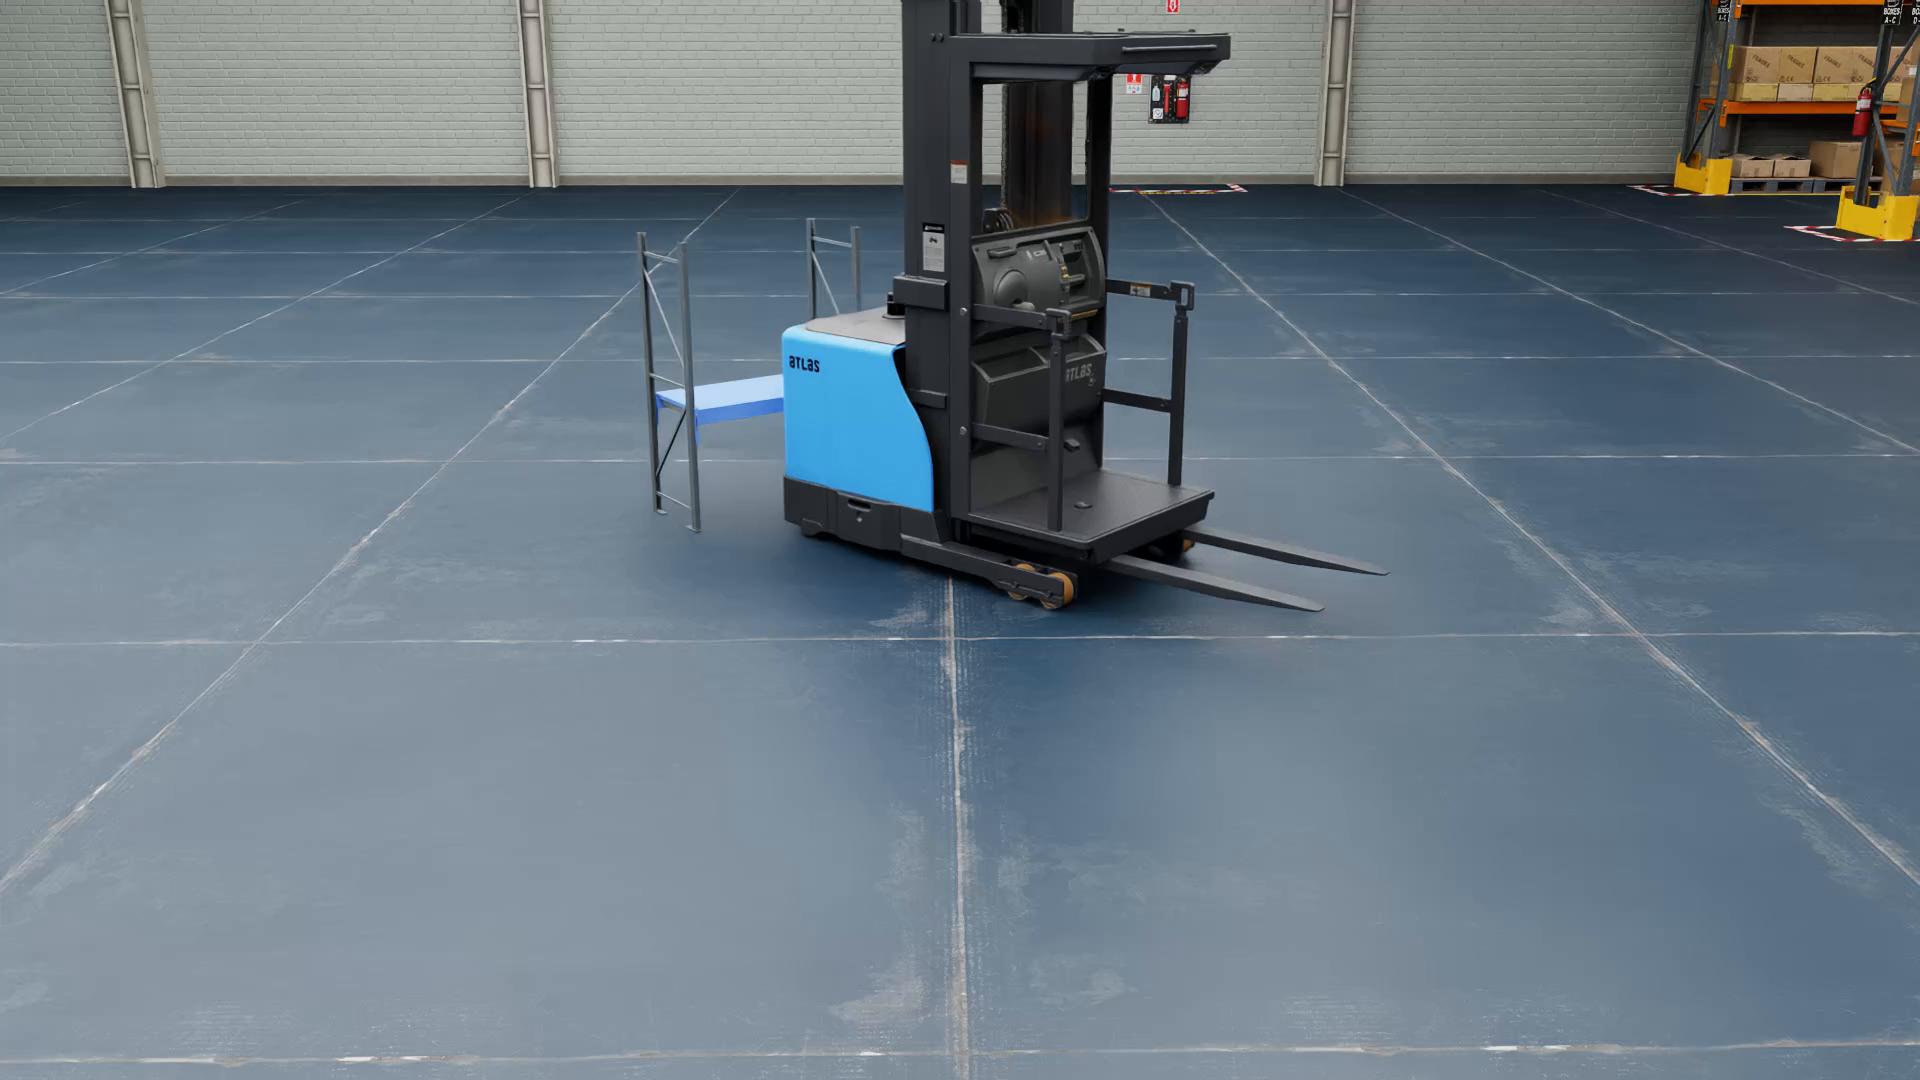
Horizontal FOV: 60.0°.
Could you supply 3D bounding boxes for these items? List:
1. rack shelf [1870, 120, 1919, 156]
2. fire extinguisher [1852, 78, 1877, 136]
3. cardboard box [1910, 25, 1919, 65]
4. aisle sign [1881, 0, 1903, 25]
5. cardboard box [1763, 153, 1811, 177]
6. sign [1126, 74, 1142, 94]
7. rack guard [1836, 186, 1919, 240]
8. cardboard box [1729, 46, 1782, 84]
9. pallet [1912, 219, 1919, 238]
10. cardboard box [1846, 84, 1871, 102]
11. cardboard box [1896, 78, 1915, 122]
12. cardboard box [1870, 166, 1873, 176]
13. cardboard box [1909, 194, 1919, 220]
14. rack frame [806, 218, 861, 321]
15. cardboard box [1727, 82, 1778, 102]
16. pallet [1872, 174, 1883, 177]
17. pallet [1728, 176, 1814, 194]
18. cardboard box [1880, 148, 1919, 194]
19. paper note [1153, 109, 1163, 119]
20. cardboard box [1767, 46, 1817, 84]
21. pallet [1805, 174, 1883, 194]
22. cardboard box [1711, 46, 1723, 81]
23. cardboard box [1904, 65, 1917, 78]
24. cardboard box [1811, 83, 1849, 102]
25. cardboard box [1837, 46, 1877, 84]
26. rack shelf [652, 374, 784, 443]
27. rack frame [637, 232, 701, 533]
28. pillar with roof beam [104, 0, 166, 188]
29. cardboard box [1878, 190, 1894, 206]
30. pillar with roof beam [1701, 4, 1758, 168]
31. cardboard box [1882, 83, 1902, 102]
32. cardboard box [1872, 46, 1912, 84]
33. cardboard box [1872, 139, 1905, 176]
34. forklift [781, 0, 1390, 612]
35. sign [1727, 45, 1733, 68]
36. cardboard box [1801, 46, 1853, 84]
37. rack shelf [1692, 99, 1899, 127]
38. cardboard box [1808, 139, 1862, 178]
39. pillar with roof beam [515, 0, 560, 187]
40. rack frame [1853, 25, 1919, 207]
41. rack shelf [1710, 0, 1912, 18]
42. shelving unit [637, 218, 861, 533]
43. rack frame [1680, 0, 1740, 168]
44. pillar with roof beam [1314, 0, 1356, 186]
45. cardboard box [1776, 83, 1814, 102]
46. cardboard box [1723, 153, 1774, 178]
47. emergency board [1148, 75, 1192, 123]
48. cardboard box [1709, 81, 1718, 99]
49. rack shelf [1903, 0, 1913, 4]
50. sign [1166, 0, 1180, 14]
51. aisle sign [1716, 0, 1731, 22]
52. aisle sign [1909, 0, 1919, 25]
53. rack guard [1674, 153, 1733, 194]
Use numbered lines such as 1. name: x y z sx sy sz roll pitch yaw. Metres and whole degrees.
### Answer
1. rack shelf: 13.059 -4.804 19.792 4.000 0.370 1.077 0 18 -1
2. fire extinguisher: 10.934 -5.242 20.104 0.183 0.674 0.296 0 18 -1
3. cardboard box: 11.579 -5.801 19.434 0.500 0.500 0.700 0 18 -1
4. aisle sign: 10.989 -6.465 19.533 0.004 0.787 0.394 0 18 -1
5. cardboard box: 12.241 -5.558 24.645 0.500 0.311 0.500 1 18 4
6. sign: 2.639 -6.935 25.196 0.234 0.329 0.001 0 18 -1
7. rack guard: 11.036 -3.947 20.033 0.348 0.500 1.175 0 18 -1
8. cardboard box: 11.460 -6.856 23.994 0.500 0.500 0.500 0 18 -1
9. pallet: 11.823 -3.826 20.129 1.213 0.211 1.003 0 18 -1
10. cardboard box: 13.004 -6.503 24.122 0.500 0.250 0.500 0 18 0
11. cardboard box: 11.526 -5.183 19.631 0.500 0.500 0.700 0 18 -1
12. cardboard box: 13.378 -5.520 24.791 0.250 0.149 0.380 -2 18 -5
13. cardboard box: 11.599 -3.963 19.804 0.500 0.250 0.500 0 18 -1
14. rack frame: -0.689 -0.999 9.207 0.032 1.500 0.500 -13 22 -34
15. cardboard box: 11.471 -6.494 24.093 0.500 0.250 0.500 -1 18 -2
16. pallet: 14.306 -5.328 24.810 1.213 0.211 1.003 0 18 -1
17. pallet: 11.866 -5.316 24.774 1.213 0.211 1.003 0 18 -1
18. cardboard box: 11.591 -4.479 20.184 0.500 0.500 0.500 0 18 -1
19. paper note: 3.015 -6.489 25.309 0.142 0.148 0.016 0 18 -1
20. cardboard box: 11.954 -6.855 23.992 0.500 0.500 0.500 0 18 -1
21. pallet: 13.083 -5.321 24.789 1.213 0.211 1.003 0 18 -1
22. cardboard box: 11.446 -7.013 24.483 0.500 0.500 0.500 0 18 -1
23. cardboard box: 11.439 -5.554 19.725 0.250 0.149 0.380 -1 18 -2
24. cardboard box: 12.499 -6.501 24.116 0.500 0.250 0.500 -1 18 -2
25. cardboard box: 12.987 -6.862 24.013 0.500 0.500 0.500 0 18 1
26. rack shelf: -1.099 -0.736 8.977 1.000 0.185 0.538 -13 22 -34
27. rack frame: -1.510 -0.816 8.637 0.032 1.500 0.500 -13 22 -34
28. pillar with roof beam: -12.265 -8.344 19.826 0.400 9.000 9.100 0 18 -1
29. cardboard box: 11.591 -4.121 20.297 0.500 0.250 0.500 0 18 -1
30. pillar with roof beam: 11.732 -8.460 20.187 0.400 9.000 9.100 0 18 -1
31. cardboard box: 13.507 -6.506 24.131 0.500 0.250 0.500 0 18 -1
32. cardboard box: 13.507 -6.865 24.022 0.500 0.500 0.500 -1 18 -2
33. cardboard box: 13.940 -5.672 24.689 0.500 0.500 0.500 -2 18 -5
34. forklift: 0.540 -1.263 7.687 3.031 2.935 1.130 14 23 38
35. sign: 10.986 -6.897 23.719 0.005 0.325 0.100 0 18 -1
36. cardboard box: 12.471 -6.856 23.994 0.500 0.500 0.500 -1 18 -3
37. rack shelf: 12.977 -6.317 24.508 4.000 0.370 1.077 0 18 -1
38. cardboard box: 12.975 -5.636 24.579 0.500 0.500 0.700 -1 18 -4
39. pillar with roof beam: -6.266 -8.373 19.917 0.400 9.000 9.100 0 18 -1
40. rack frame: 11.060 -5.137 19.652 0.127 3.000 1.000 0 18 -1
41. rack shelf: 12.977 -7.746 24.050 4.000 0.370 1.077 0 18 -1
42. shelving unit: -1.099 -0.908 8.922 1.048 1.500 0.538 -13 22 -34
43. rack frame: 10.978 -6.650 24.368 0.127 3.000 1.000 0 18 -1
44. pillar with roof beam: 5.733 -8.431 20.097 0.400 9.000 9.100 0 18 -1
45. cardboard box: 11.989 -6.501 24.114 0.500 0.250 0.500 -1 18 -3
46. cardboard box: 11.671 -5.555 24.636 0.500 0.311 0.500 -2 18 -7
47. emergency board: 3.193 -6.889 25.111 0.643 1.169 0.194 0 18 -1
48. cardboard box: 11.442 -6.650 24.580 0.500 0.250 0.500 0 18 0
49. rack shelf: 13.059 -6.233 19.334 4.000 0.370 1.077 0 18 -1
50. sign: 3.183 -8.023 24.852 0.199 0.298 0.001 0 18 -1
51. aisle sign: 10.910 -7.796 23.684 0.004 0.787 0.394 0 18 -1
52. aisle sign: 10.999 -6.281 18.962 0.004 0.787 0.394 0 18 -1
53. rack guard: 11.054 -5.460 24.751 0.348 0.500 1.175 0 18 -1
